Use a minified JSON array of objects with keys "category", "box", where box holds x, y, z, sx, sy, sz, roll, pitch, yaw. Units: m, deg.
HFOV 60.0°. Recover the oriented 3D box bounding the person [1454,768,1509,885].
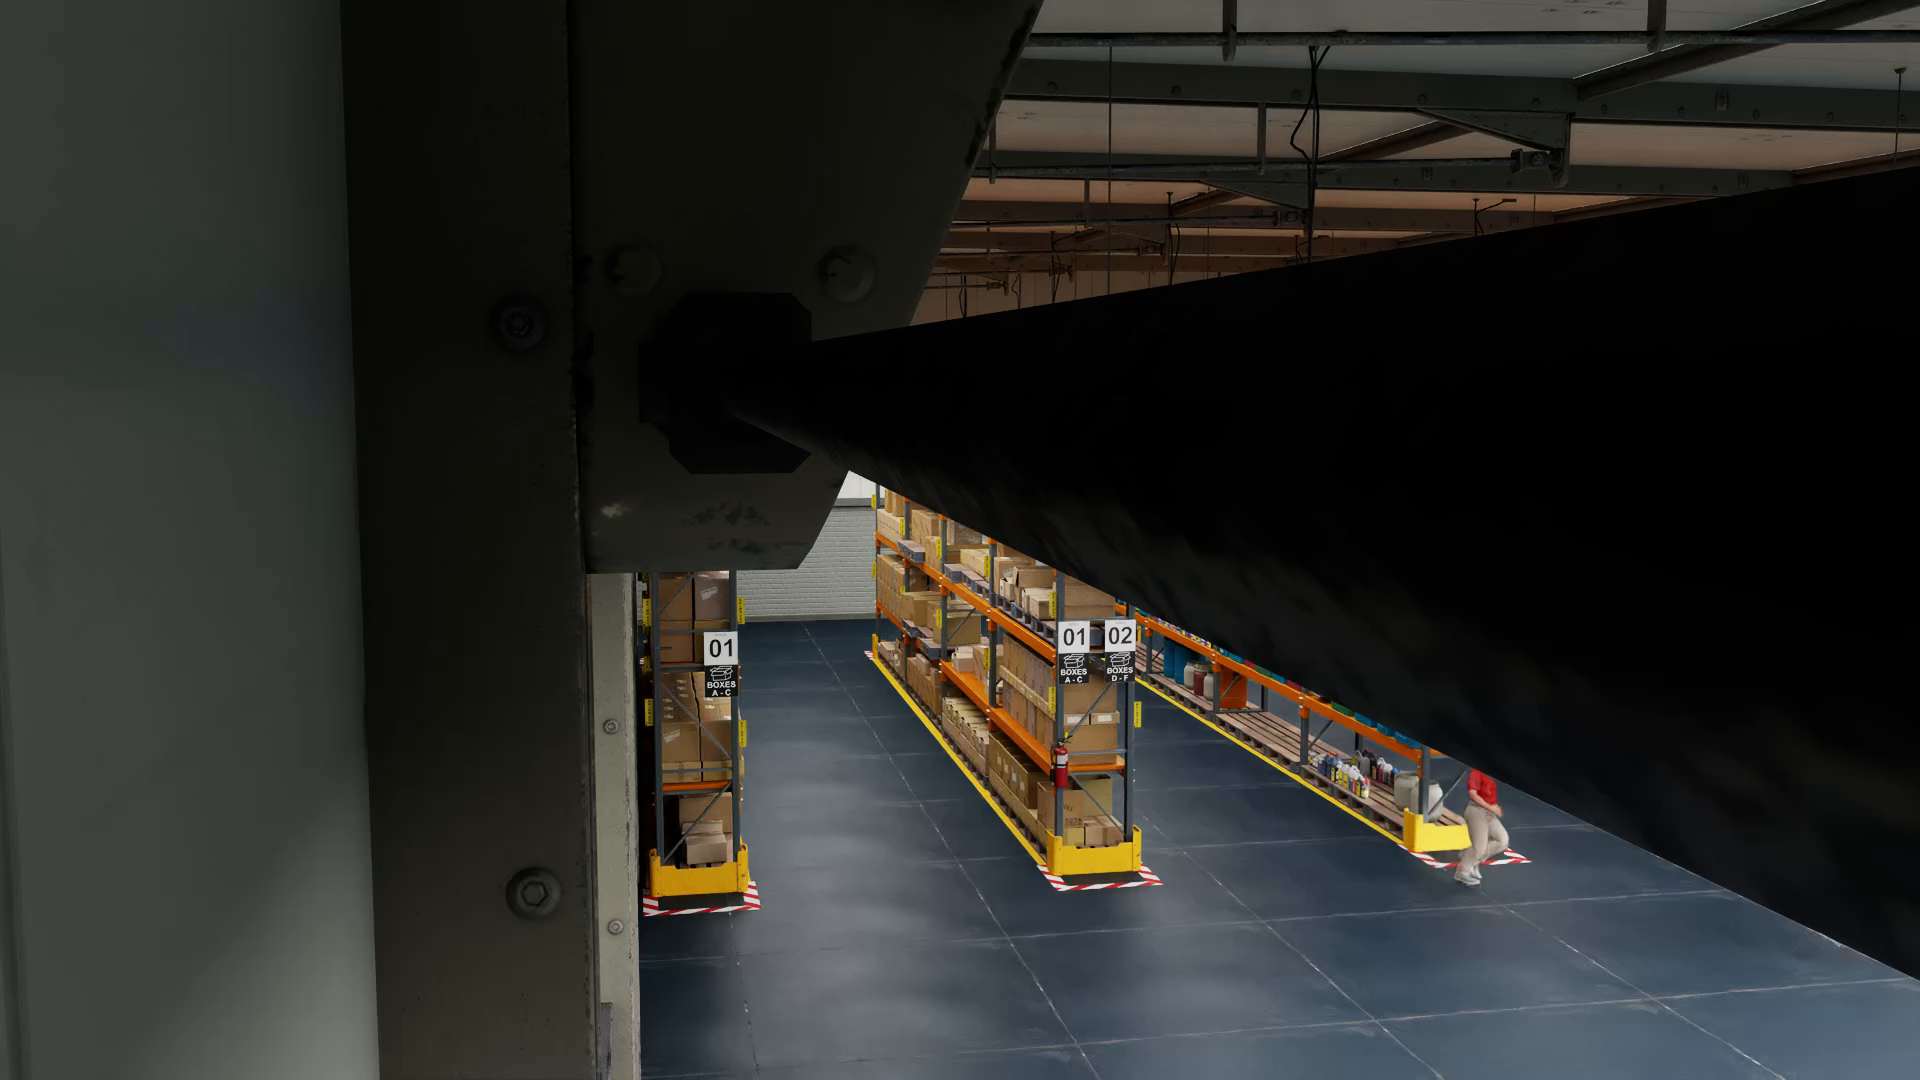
[{"category":"person","box":[6.474,3.386,20.527,0.581,1.668,0.711,4,7,33]}]
